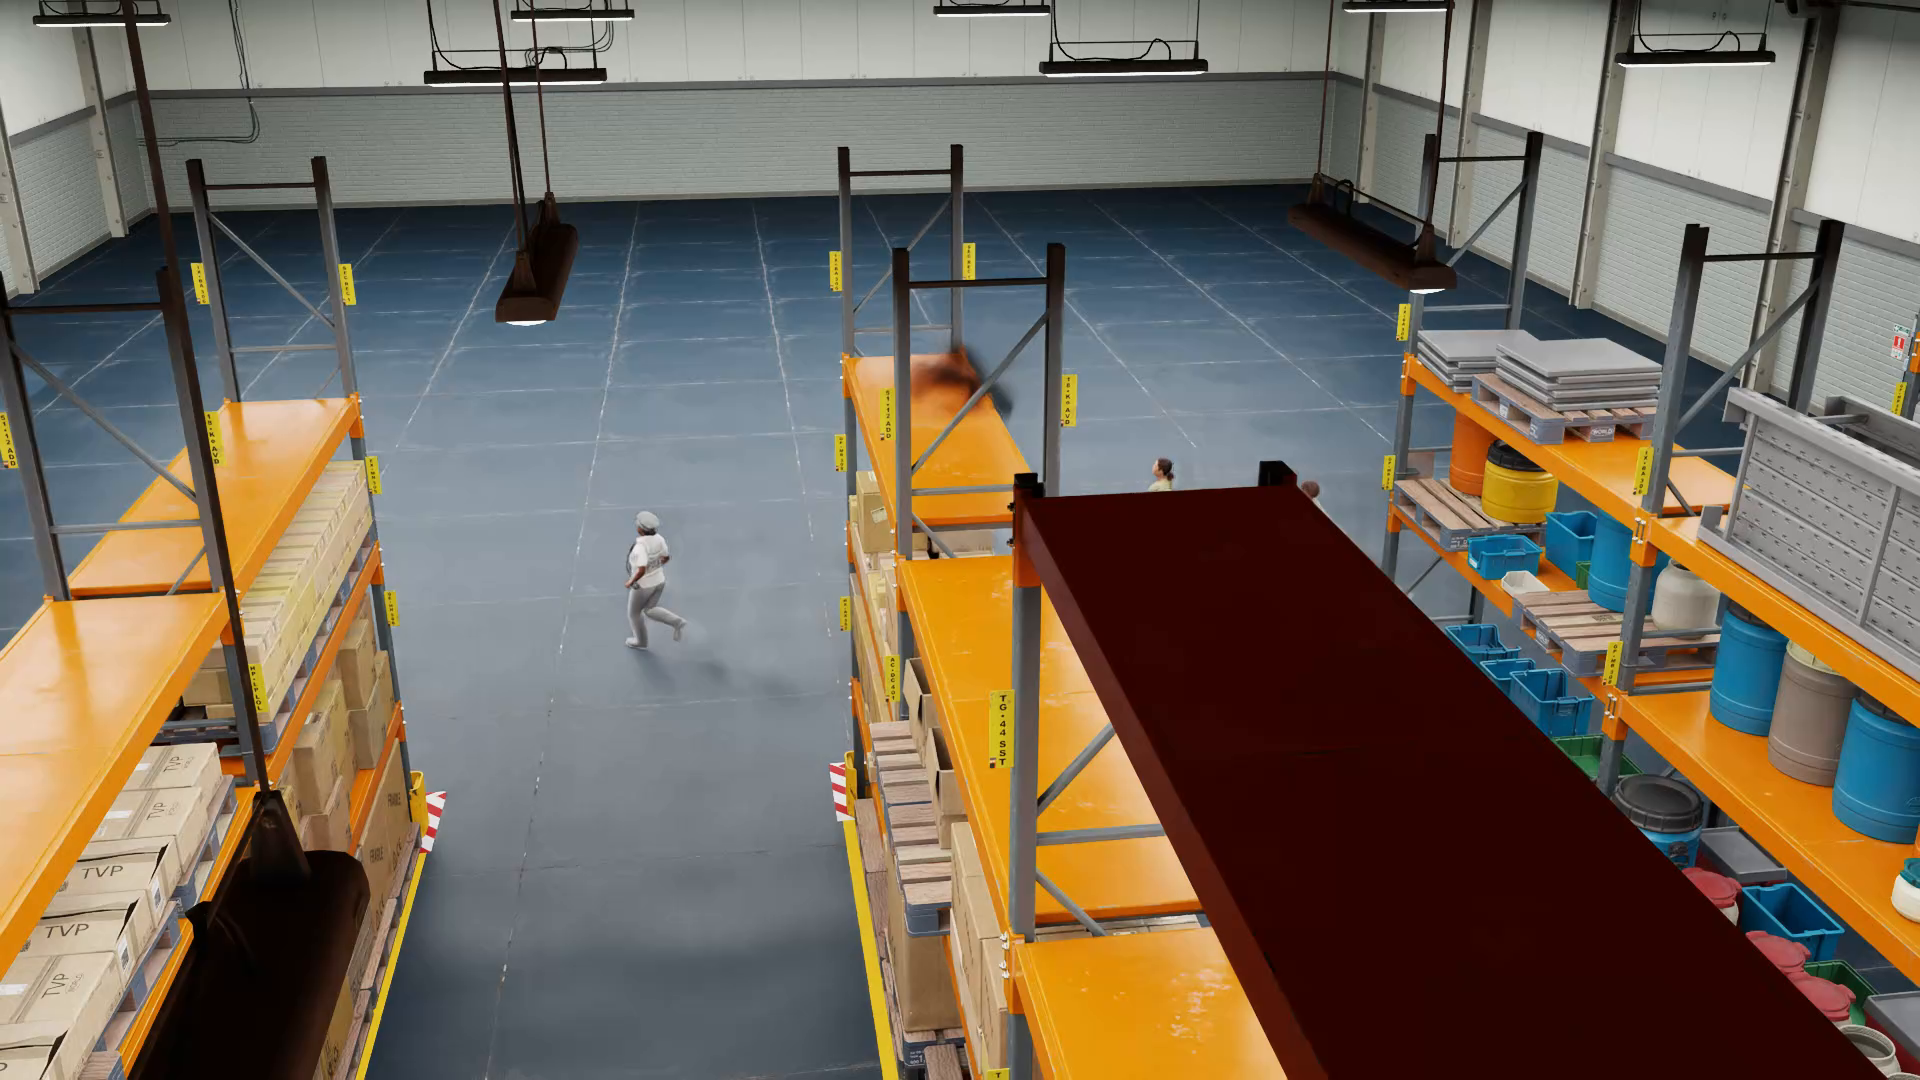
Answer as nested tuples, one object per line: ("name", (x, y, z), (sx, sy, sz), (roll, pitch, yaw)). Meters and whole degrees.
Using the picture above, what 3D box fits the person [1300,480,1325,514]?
("person", (3.977, 0.068, 19.470), (0.549, 1.467, 0.522), (4, 22, 10))

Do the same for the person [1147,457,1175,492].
("person", (2.316, -0.219, 19.939), (0.549, 1.628, 0.567), (7, 23, 17))

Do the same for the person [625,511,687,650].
("person", (-3.416, 0.478, 18.210), (0.773, 1.657, 0.593), (11, 24, 26))
